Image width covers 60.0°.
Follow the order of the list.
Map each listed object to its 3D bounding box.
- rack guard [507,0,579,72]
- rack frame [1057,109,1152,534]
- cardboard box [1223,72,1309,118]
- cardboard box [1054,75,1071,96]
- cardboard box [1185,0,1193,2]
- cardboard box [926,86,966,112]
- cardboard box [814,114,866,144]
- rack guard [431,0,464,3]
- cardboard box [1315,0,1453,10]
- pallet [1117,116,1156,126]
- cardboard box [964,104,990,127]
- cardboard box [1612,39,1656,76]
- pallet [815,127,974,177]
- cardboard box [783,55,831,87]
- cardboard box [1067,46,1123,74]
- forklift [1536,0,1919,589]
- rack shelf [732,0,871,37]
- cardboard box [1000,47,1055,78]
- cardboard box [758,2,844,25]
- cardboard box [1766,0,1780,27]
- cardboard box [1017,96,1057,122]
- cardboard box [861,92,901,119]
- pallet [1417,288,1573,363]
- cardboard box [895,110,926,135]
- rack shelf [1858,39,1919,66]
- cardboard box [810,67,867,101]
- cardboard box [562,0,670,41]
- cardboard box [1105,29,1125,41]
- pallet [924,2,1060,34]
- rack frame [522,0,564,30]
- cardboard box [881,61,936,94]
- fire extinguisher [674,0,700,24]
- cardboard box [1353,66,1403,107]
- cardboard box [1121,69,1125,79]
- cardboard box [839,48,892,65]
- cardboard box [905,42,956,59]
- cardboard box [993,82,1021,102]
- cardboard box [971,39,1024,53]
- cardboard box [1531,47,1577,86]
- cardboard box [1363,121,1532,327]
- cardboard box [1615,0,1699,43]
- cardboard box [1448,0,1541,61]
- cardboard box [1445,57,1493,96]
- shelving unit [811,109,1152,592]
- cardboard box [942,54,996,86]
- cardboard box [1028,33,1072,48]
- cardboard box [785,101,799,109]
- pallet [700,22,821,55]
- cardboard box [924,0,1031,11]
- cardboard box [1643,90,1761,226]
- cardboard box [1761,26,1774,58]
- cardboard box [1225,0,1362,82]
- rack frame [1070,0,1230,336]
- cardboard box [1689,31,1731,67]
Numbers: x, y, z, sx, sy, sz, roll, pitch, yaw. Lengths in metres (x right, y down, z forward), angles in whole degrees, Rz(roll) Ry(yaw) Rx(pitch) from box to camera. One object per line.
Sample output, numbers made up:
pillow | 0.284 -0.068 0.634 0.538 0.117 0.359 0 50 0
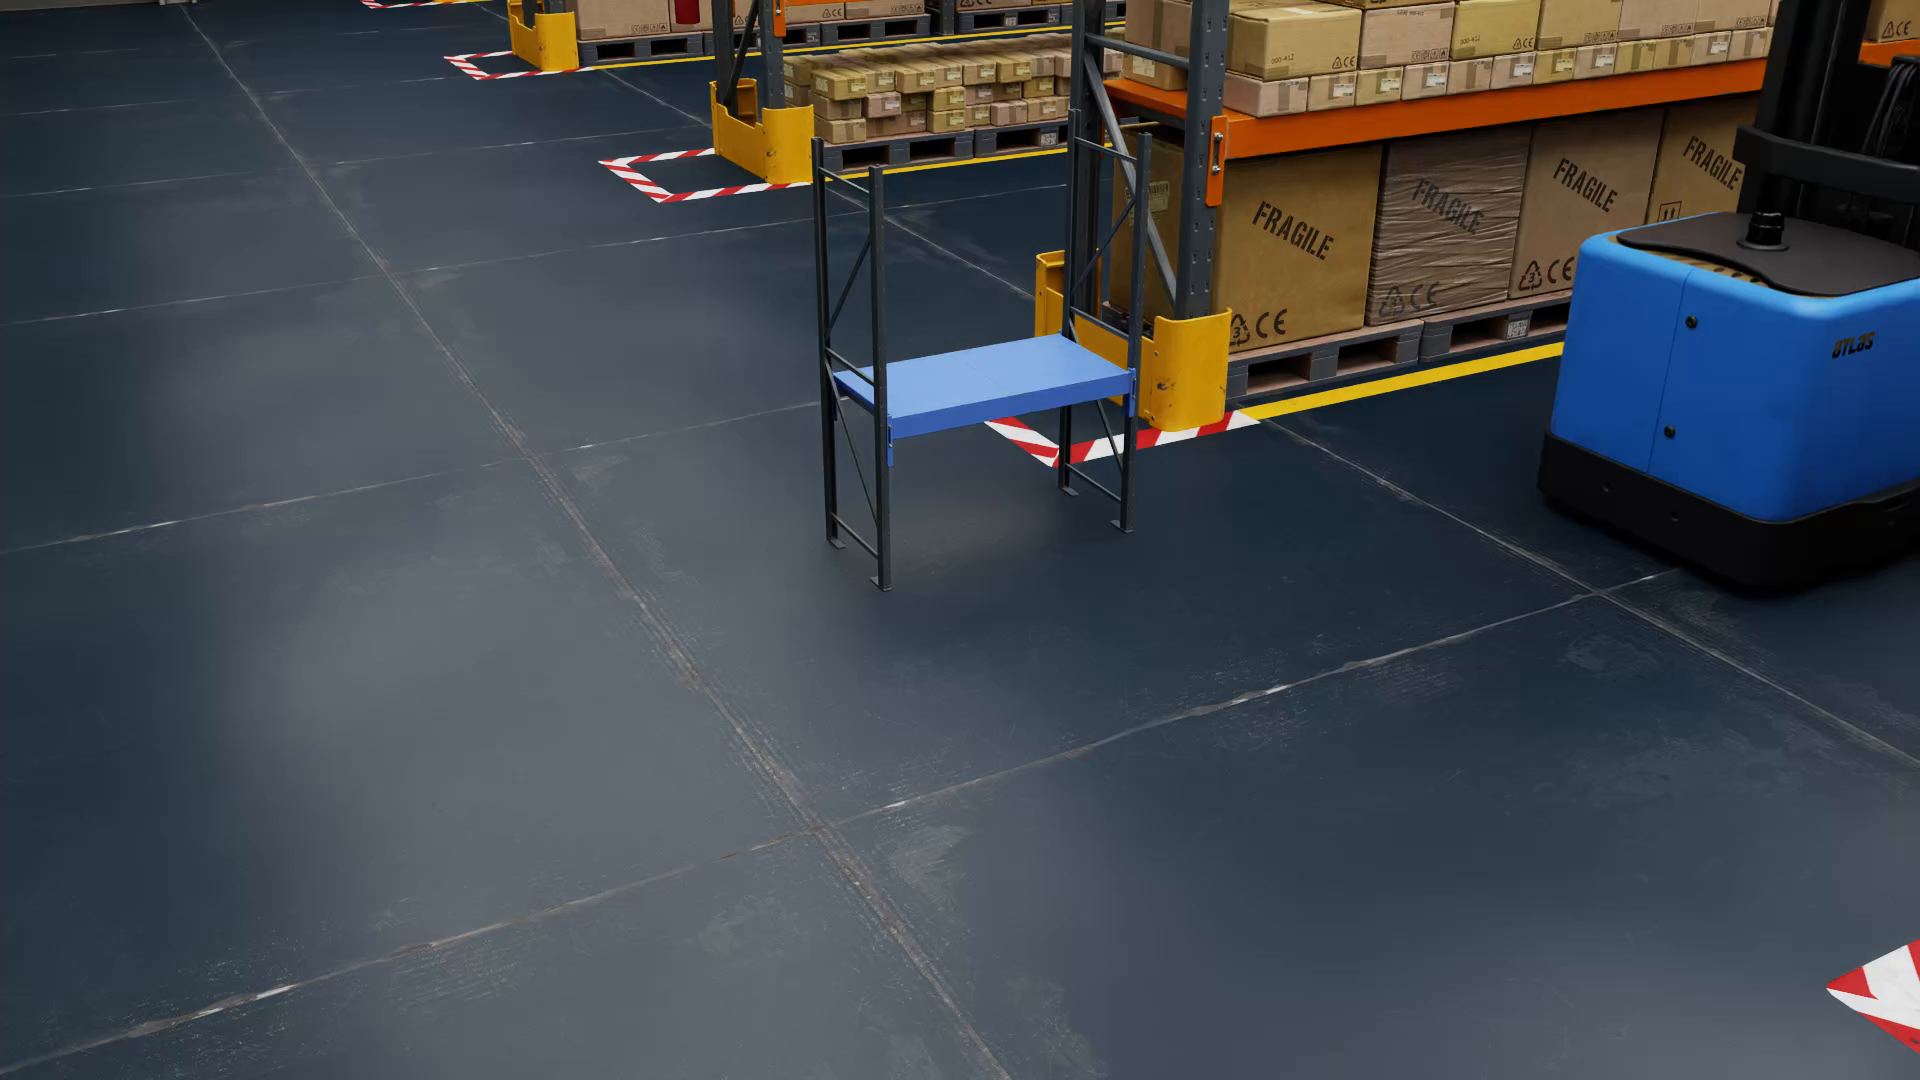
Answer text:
rack guard | -3.897 -4.727 15.518 0.348 0.500 1.175 -13 29 -25
rack frame | 0.524 -0.797 6.177 0.032 1.500 0.500 -13 29 -25
cardboard box | 1.256 -1.907 7.047 0.250 0.149 0.380 -13 28 -25
cardboard box | 0.754 -3.415 12.363 0.250 0.149 0.380 -14 29 -28
cardboard box | 1.094 -2.678 7.326 0.500 0.500 0.500 -13 28 -24
cardboard box | -0.154 -3.165 11.841 0.250 0.149 0.380 -12 28 -24
cardboard box | -0.844 -2.878 11.586 0.250 0.149 0.380 -12 28 -24
rack guard | -6.148 -6.642 19.507 0.348 0.500 1.175 -13 29 -25
cardboard box | 1.779 -2.575 7.111 0.500 0.500 0.500 -14 29 -26
pallet | 1.496 -3.396 13.080 1.213 0.211 1.003 -13 29 -25
cardboard box | 0.021 -3.114 12.079 0.250 0.149 0.380 -13 29 -25
cardboard box | 3.068 -2.327 7.920 0.250 0.149 0.380 -13 29 -26
pallet | -0.657 -2.899 12.045 1.213 0.211 1.003 -13 29 -25
cardboard box | -1.109 -3.366 11.916 0.250 0.149 0.380 -13 28 -25
cardboard box | 0.997 -3.570 12.341 0.250 0.149 0.380 -15 29 -28
forklift | 3.791 -1.604 6.204 3.031 2.935 1.130 -14 29 -27
rack shelf | 0.307 -4.072 12.097 4.000 0.370 1.077 -13 29 -25
cardboard box | 0.494 -3.502 12.199 0.250 0.149 0.380 -13 29 -25
cardboard box | -1.740 -5.438 16.587 0.875 0.438 0.875 -14 29 -27
cardboard box | 4.051 -2.765 8.373 0.500 0.250 0.500 -14 29 -26
cardboard box | 0.514 -3.198 12.253 0.250 0.149 0.380 -13 29 -25
cardboard box | -0.606 -3.070 11.644 0.250 0.149 0.380 -13 29 -25
pallet | 2.531 -1.257 8.623 1.213 0.211 1.003 -13 29 -25
cardboard box | -0.436 -3.015 11.873 0.250 0.149 0.380 -13 28 -25
rack shelf | 6.082 -2.972 9.805 4.000 0.370 1.077 -13 29 -25
cardboard box | -0.835 -3.138 11.442 0.250 0.149 0.380 -14 29 -27
cardboard box | -3.340 -5.066 15.810 0.875 0.438 0.875 -14 29 -27
cardboard box | 1.200 -3.881 12.989 0.250 0.149 0.380 -13 29 -26
pallet | 0.299 -5.602 17.675 1.213 0.211 1.003 -13 29 -25
rack frame | -3.876 -5.859 14.987 0.127 3.000 1.000 -13 29 -25
cardboard box | -0.366 -3.243 11.660 0.250 0.149 0.380 -13 29 -25
fire extinguisher | -1.897 -3.911 11.450 0.183 0.674 0.296 -13 29 -25
cardboard box | 1.707 -2.012 7.266 0.250 0.149 0.380 -14 29 -26
cardboard box | 1.215 -3.522 12.584 0.250 0.149 0.380 -13 28 -25
cardboard box | -0.692 -3.496 12.188 0.250 0.149 0.380 -14 29 -26
cardboard box | -0.223 -3.601 12.406 0.250 0.149 0.380 -12 28 -23
cardboard box | 0.255 -3.326 12.177 0.250 0.149 0.380 -11 28 -22
cardboard box | 0.280 -3.676 12.563 0.250 0.149 0.380 -13 28 -25
cardboard box | 2.613 -2.221 7.701 0.250 0.149 0.380 -14 29 -26
cardboard box | 2.118 -1.652 8.195 0.875 0.875 0.875 -13 29 -25
cardboard box | 3.145 -2.555 7.935 0.500 0.250 0.500 -12 28 -24
cardboard box | 2.239 -2.345 7.498 0.500 0.250 0.500 -14 29 -27
cardboard box | 2.162 -2.117 7.484 0.250 0.149 0.380 -14 29 -26
shelving unit | 0.075 -0.693 5.962 1.048 1.500 0.538 -13 29 -25
cardboard box | 0.063 -3.378 11.941 0.250 0.149 0.380 -12 28 -23
cardboard box | 0.717 -3.799 12.818 0.250 0.149 0.380 -12 28 -24
cardboard box | -1.091 -3.080 12.008 0.250 0.149 0.380 -12 28 -24
pallet | -2.132 -5.041 16.506 1.213 0.211 1.003 -13 29 -25
cardboard box | 0.163 -6.062 17.380 0.875 0.875 0.875 -12 28 -24
cardboard box | 3.697 -2.017 8.954 0.875 0.875 0.875 -13 29 -25
cardboard box | 3.975 -2.536 8.356 0.250 0.149 0.380 -12 28 -24
cardboard box | 1.338 -2.135 7.061 0.500 0.250 0.500 -14 29 -26
rack frame | 0.788 -2.074 7.105 0.127 3.000 1.000 -13 29 -25
cardboard box | 3.522 -2.431 8.139 0.250 0.149 0.380 -12 28 -24
